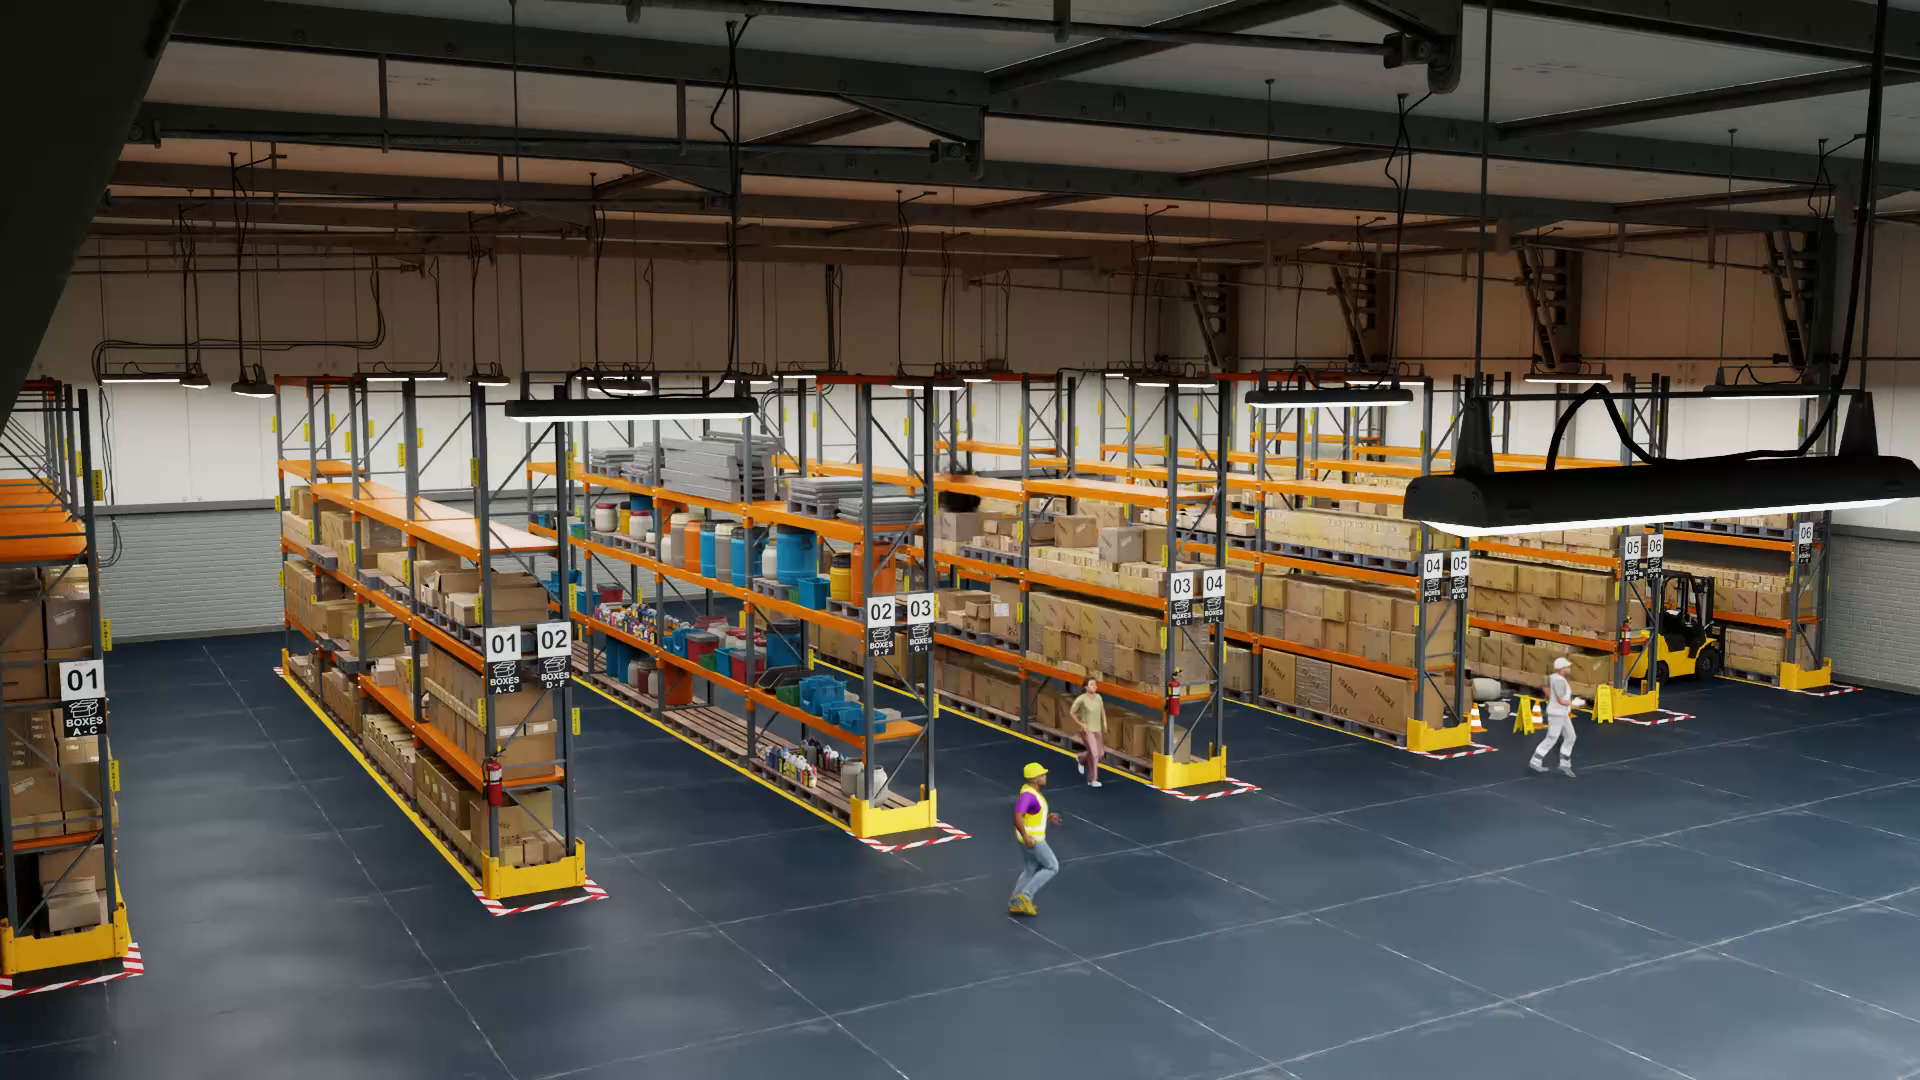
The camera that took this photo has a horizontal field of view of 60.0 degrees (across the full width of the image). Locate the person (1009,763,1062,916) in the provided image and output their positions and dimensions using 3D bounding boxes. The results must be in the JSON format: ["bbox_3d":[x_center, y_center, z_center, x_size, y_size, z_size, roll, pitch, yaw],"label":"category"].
[{"bbox_3d":[0.871,3.395,18.937,0.633,1.735,0.700,-1,6,-5],"label":"person"}]

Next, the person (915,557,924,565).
[{"bbox_3d":[-1.093,0.974,41.944,0.722,1.551,0.657,-1,6,-13],"label":"person"}]

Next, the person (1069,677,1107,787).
[{"bbox_3d":[1.893,2.818,24.696,0.608,1.621,0.667,-4,7,-31],"label":"person"}]

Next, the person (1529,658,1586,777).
[{"bbox_3d":[9.062,2.700,25.213,0.775,1.864,0.680,2,7,22],"label":"person"}]
